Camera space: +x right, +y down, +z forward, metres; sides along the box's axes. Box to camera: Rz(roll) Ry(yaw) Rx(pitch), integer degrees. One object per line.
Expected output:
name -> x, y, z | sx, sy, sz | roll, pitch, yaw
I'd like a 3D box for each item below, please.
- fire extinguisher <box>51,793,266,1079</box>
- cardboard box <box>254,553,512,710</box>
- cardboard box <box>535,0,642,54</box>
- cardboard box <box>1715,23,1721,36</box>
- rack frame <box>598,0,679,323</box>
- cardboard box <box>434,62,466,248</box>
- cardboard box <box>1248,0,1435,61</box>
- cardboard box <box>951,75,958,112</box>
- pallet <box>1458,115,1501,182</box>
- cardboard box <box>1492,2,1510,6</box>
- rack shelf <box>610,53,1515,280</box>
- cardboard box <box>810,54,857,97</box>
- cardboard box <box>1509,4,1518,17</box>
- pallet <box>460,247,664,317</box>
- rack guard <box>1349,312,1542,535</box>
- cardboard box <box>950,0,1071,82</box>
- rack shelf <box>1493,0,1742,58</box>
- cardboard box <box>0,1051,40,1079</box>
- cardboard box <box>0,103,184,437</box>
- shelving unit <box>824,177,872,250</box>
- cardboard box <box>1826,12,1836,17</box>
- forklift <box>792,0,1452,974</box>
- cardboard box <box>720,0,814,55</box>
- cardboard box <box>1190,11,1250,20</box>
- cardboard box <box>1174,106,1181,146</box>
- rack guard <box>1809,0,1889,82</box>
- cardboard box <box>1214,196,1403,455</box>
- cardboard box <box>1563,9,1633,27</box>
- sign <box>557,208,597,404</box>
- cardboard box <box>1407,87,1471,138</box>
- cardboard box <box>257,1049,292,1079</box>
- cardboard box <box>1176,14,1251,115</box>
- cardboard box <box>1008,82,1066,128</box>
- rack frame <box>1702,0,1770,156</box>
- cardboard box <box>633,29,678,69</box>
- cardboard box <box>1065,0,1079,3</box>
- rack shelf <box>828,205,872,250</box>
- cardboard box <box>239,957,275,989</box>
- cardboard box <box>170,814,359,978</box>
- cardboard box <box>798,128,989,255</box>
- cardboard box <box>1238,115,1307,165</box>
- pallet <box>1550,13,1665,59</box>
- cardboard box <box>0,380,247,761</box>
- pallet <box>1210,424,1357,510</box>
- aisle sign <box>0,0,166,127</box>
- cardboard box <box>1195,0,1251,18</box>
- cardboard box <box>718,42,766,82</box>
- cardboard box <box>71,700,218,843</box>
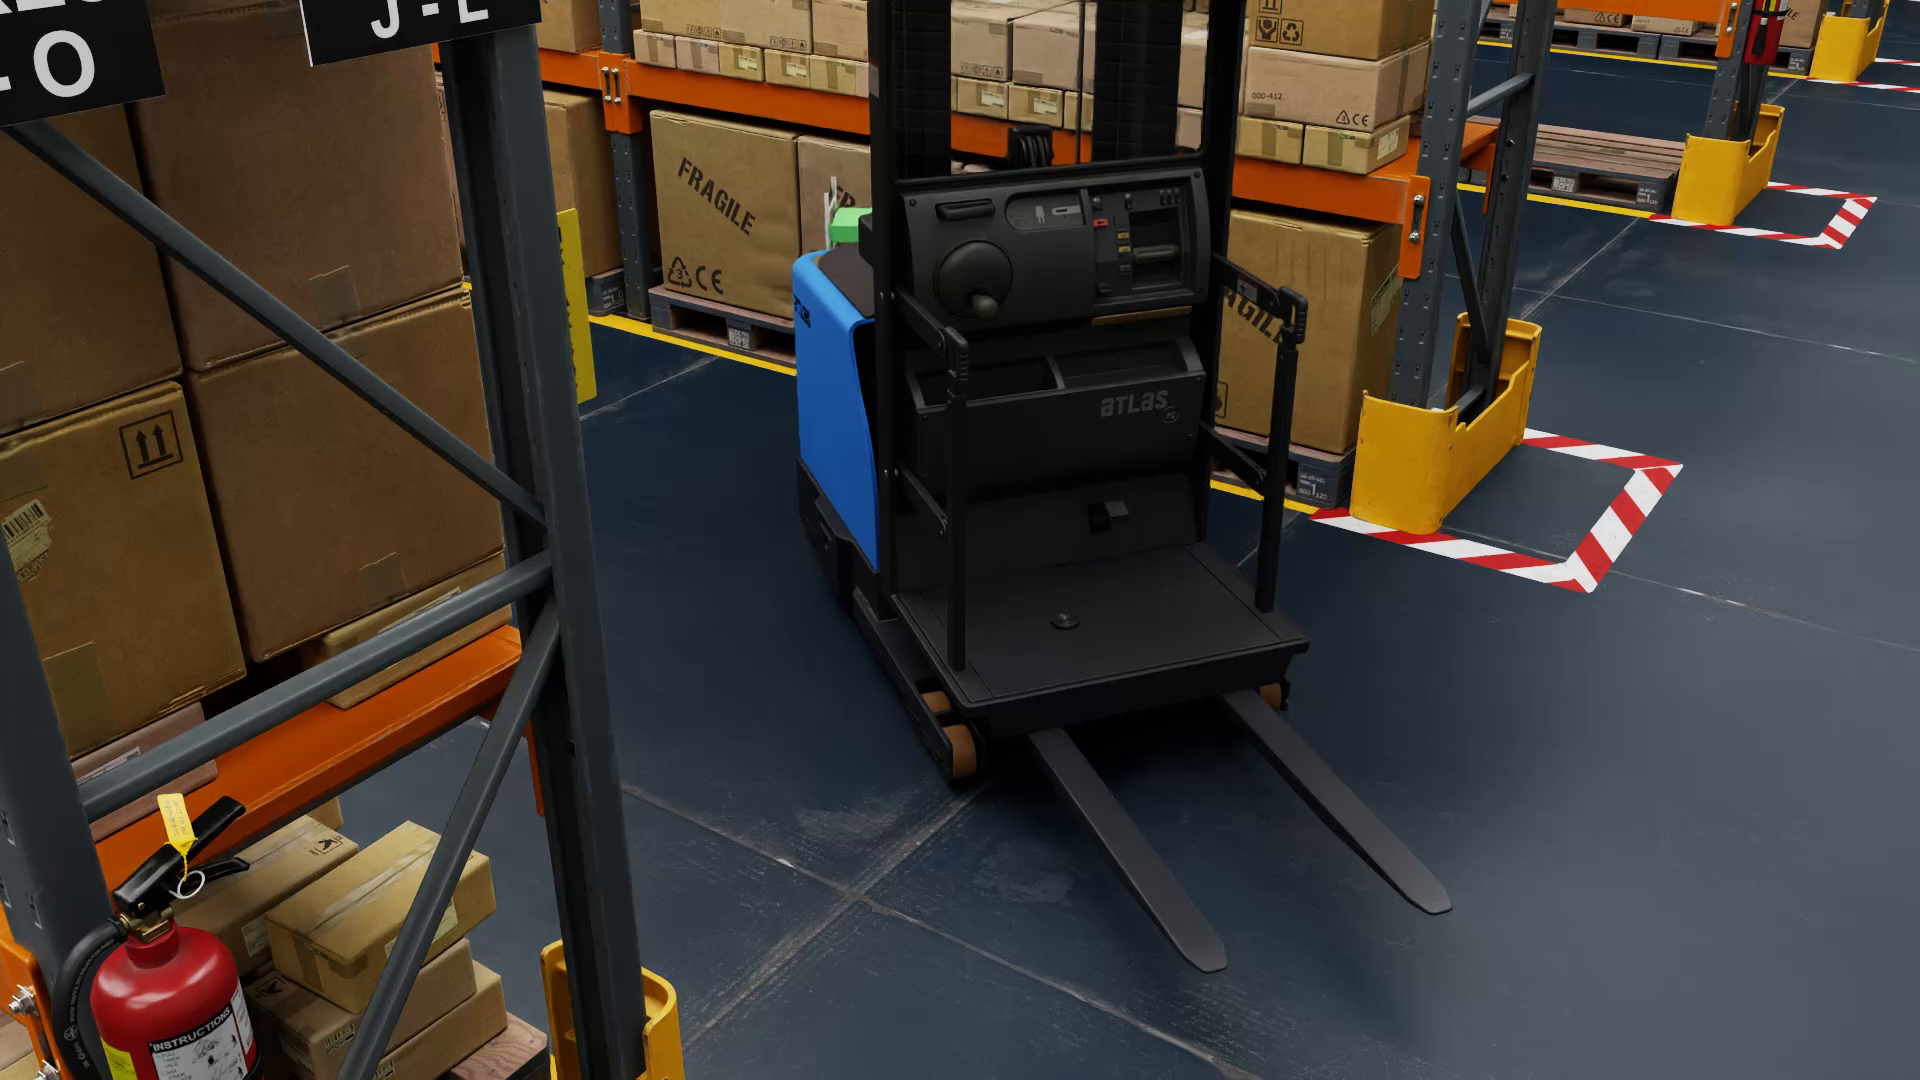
fire extinguisher -> -1.008, 0.655, 2.153 | 0.183, 0.674, 0.296 | 17, 32, 30
cardboard box -> -1.036, 0.123, 2.978 | 0.250, 0.149, 0.380 | 17, 32, 30
cardboard box -> -1.900, -2.701, 8.141 | 0.500, 0.500, 0.500 | 17, 32, 30
cardboard box -> 6.678, -4.433, 14.292 | 0.250, 0.166, 0.380 | 17, 32, 30
rack frame -> -1.360, -2.639, 8.128 | 0.127, 3.000, 1.000 | 17, 32, 30
cardboard box -> -2.636, -2.265, 9.273 | 0.875, 0.875, 1.225 | 16, 31, 29
cardboard box -> 1.386, -2.038, 5.959 | 0.500, 0.500, 0.500 | 18, 32, 31
cardboard box -> -0.019, -1.927, 7.006 | 0.250, 0.149, 0.380 | 16, 31, 29
pallet -> 3.082, -2.760, 11.441 | 1.213, 0.211, 1.003 | 17, 32, 30
cardboard box -> 5.225, -5.153, 15.726 | 0.250, 0.149, 0.380 | 17, 32, 30
rack shelf -> 0.288, -1.805, 7.282 | 4.000, 0.370, 1.077 | 17, 32, 30
cardboard box -> -0.442, -2.059, 7.266 | 0.250, 0.149, 0.380 | 17, 31, 30
cardboard box -> 5.194, -4.868, 15.146 | 0.250, 0.166, 0.380 | 17, 32, 30
pallet -> -2.039, -1.566, 9.094 | 1.213, 0.211, 1.003 | 17, 32, 30
rack guard -> 1.957, -0.491, 6.664 | 0.348, 0.500, 1.175 | 17, 32, 30
cardboard box -> 0.118, -2.096, 6.898 | 0.500, 0.250, 0.500 | 17, 32, 30
rack shelf -> 3.093, -3.656, 10.920 | 4.000, 0.370, 1.077 | 17, 32, 30
cardboard box -> -1.534, 0.994, 3.014 | 0.250, 0.149, 0.380 | 18, 32, 31
cardboard box -> -1.473, -0.430, 2.248 | 0.500, 0.500, 0.500 | 17, 31, 29
shelving unit -> -0.242, -0.786, 6.472 | 0.503, 1.200, 0.258 | 1, 27, 3
cardboard box -> 7.398, -4.476, 14.396 | 0.250, 0.149, 0.380 | 17, 32, 30
forklift -> 0.365, -0.813, 4.616 | 1.130, 2.935, 3.031 | -9, 28, -17
cardboard box -> -0.714, -2.356, 7.410 | 0.500, 0.250, 0.500 | 17, 32, 30
cardboard box -> 1.262, -2.033, 6.774 | 0.500, 0.250, 0.500 | 17, 31, 30
cardboard box -> 0.829, -1.664, 6.489 | 0.250, 0.149, 0.380 | 18, 32, 31
rack guard -> 7.486, -4.220, 13.990 | 0.348, 0.500, 1.175 | 17, 32, 30
cardboard box -> 1.364, -0.986, 6.760 | 0.875, 0.875, 0.875 | 17, 32, 30
cardboard box -> 5.803, -4.944, 14.926 | 0.637, 0.503, 0.797 | 17, 32, 30
sign -> -0.648, -0.372, 2.719 | 0.005, 0.325, 0.100 | 17, 32, 30
cardboard box -> 1.831, -1.714, 6.588 | 0.250, 0.149, 0.380 | 18, 32, 31
cardboard box -> -1.467, 1.009, 3.640 | 0.250, 0.149, 0.380 | 17, 32, 30
cardboard box -> 0.969, -1.833, 6.382 | 0.500, 0.250, 0.500 | 17, 31, 29
cardboard box -> 0.400, -1.796, 6.749 | 0.250, 0.149, 0.380 | 17, 32, 30
rack frame -> 4.741, -3.463, 9.748 | 0.127, 3.000, 1.000 | 17, 32, 30
cardboard box -> -1.305, -2.326, 7.791 | 0.250, 0.149, 0.380 | 17, 32, 30
cardboard box -> 0.417, -2.295, 7.290 | 0.500, 0.250, 0.500 | 17, 31, 29
rack shelf -> -0.242, -1.157, 6.283 | 0.480, 0.148, 0.258 | 1, 27, 3
cardboard box -> -1.435, 0.846, 3.633 | 0.250, 0.149, 0.380 | 17, 32, 30
cardboard box -> -1.489, 0.748, 3.498 | 0.250, 0.149, 0.380 | 18, 32, 31
cardboard box -> -0.120, -1.448, 7.669 | 0.875, 0.875, 0.875 | 17, 32, 30
cardboard box -> 1.242, -1.534, 6.234 | 0.250, 0.149, 0.380 | 18, 32, 31
pallet -> 5.827, -4.609, 15.074 | 1.213, 0.211, 1.003 | 17, 32, 30
cardboard box -> -1.471, 0.020, 2.464 | 0.500, 0.500, 0.500 | 18, 32, 31
pallet -> 1.233, -0.545, 7.088 | 1.213, 0.211, 1.003 | 17, 32, 30
aisle sign -> -1.064, -0.811, 1.670 | 0.004, 0.787, 0.394 | 17, 32, 30
cardboard box -> 1.282, -2.364, 6.599 | 0.500, 0.500, 0.500 | 16, 31, 29
cardboard box -> -0.871, -2.192, 7.526 | 0.250, 0.149, 0.380 | 18, 32, 32
cardboard box -> -1.383, 0.351, 2.531 | 0.250, 0.149, 0.380 | 17, 32, 30
